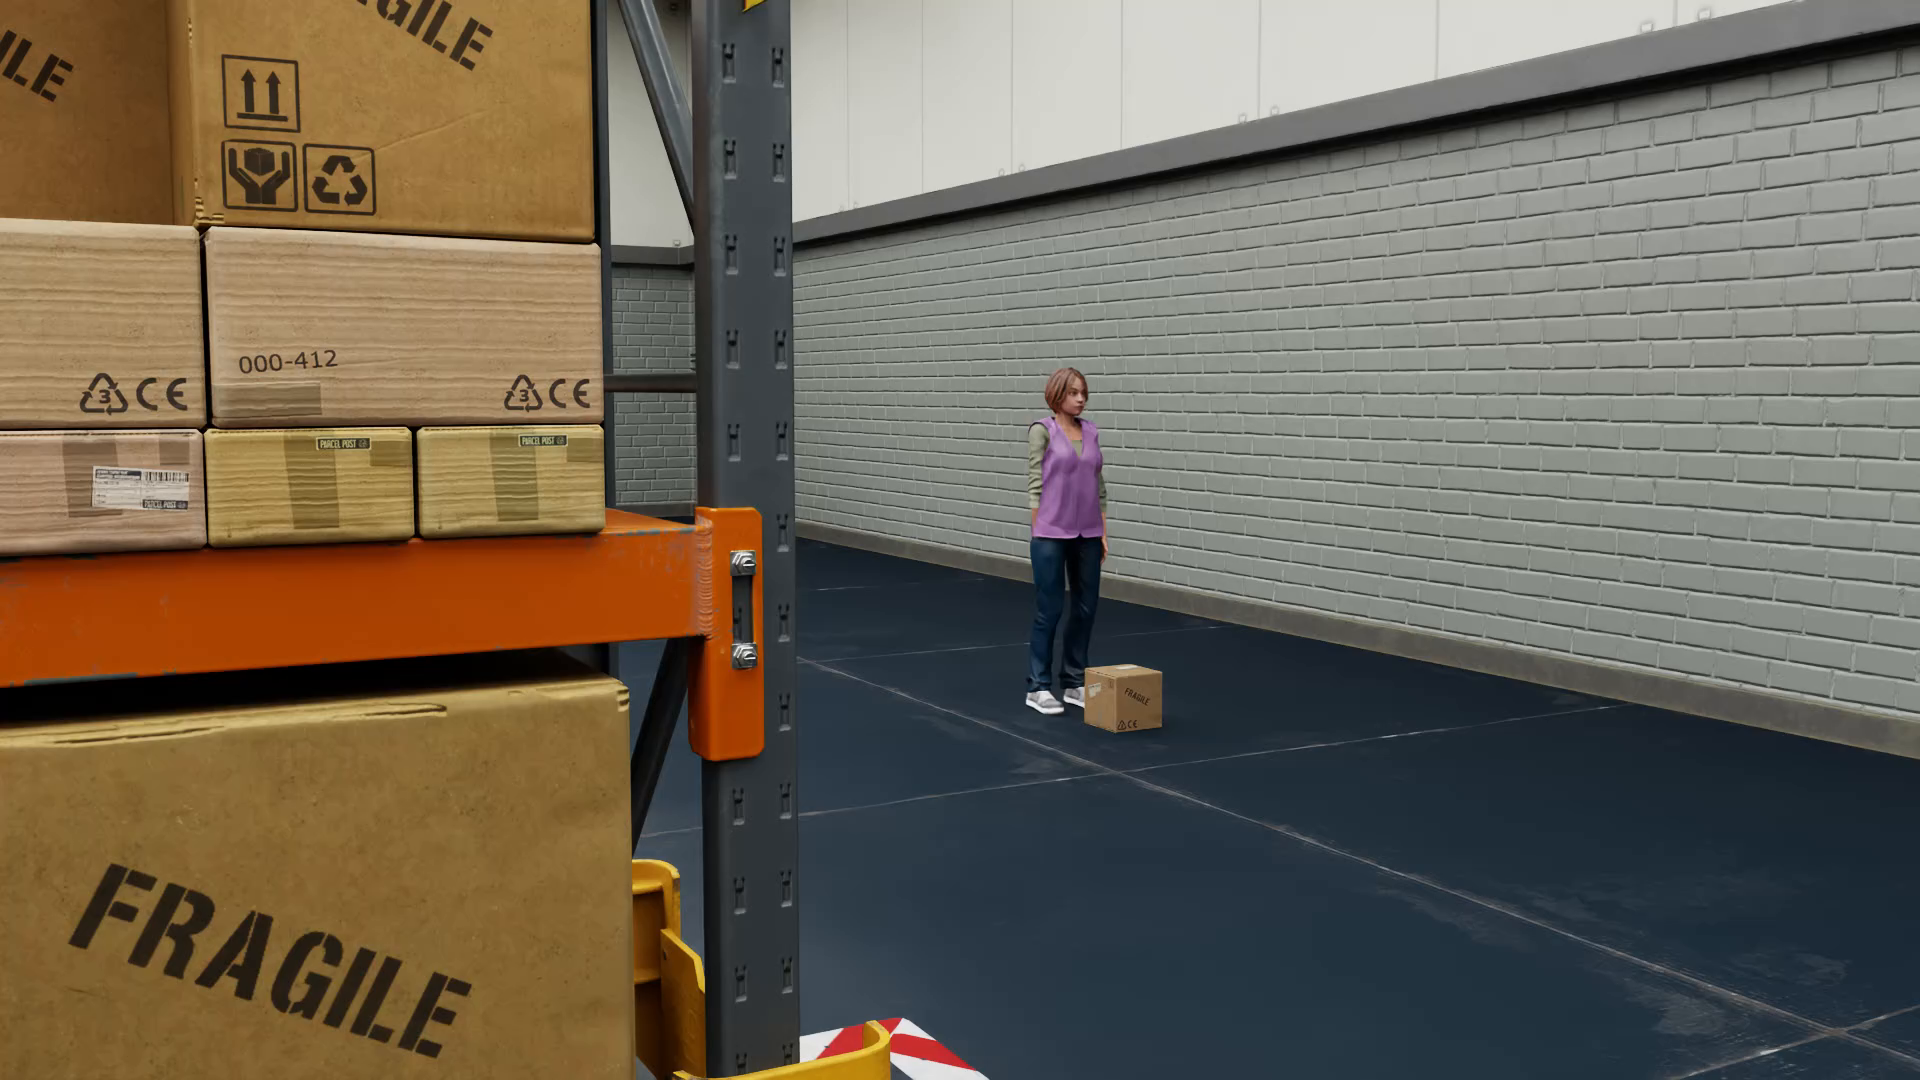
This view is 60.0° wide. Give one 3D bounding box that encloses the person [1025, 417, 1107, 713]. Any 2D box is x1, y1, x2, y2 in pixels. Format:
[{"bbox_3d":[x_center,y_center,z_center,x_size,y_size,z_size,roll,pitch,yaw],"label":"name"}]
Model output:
[{"bbox_3d":[0.507,0.111,7.768,0.406,1.371,0.300,-3,6,-27],"label":"person"}]
